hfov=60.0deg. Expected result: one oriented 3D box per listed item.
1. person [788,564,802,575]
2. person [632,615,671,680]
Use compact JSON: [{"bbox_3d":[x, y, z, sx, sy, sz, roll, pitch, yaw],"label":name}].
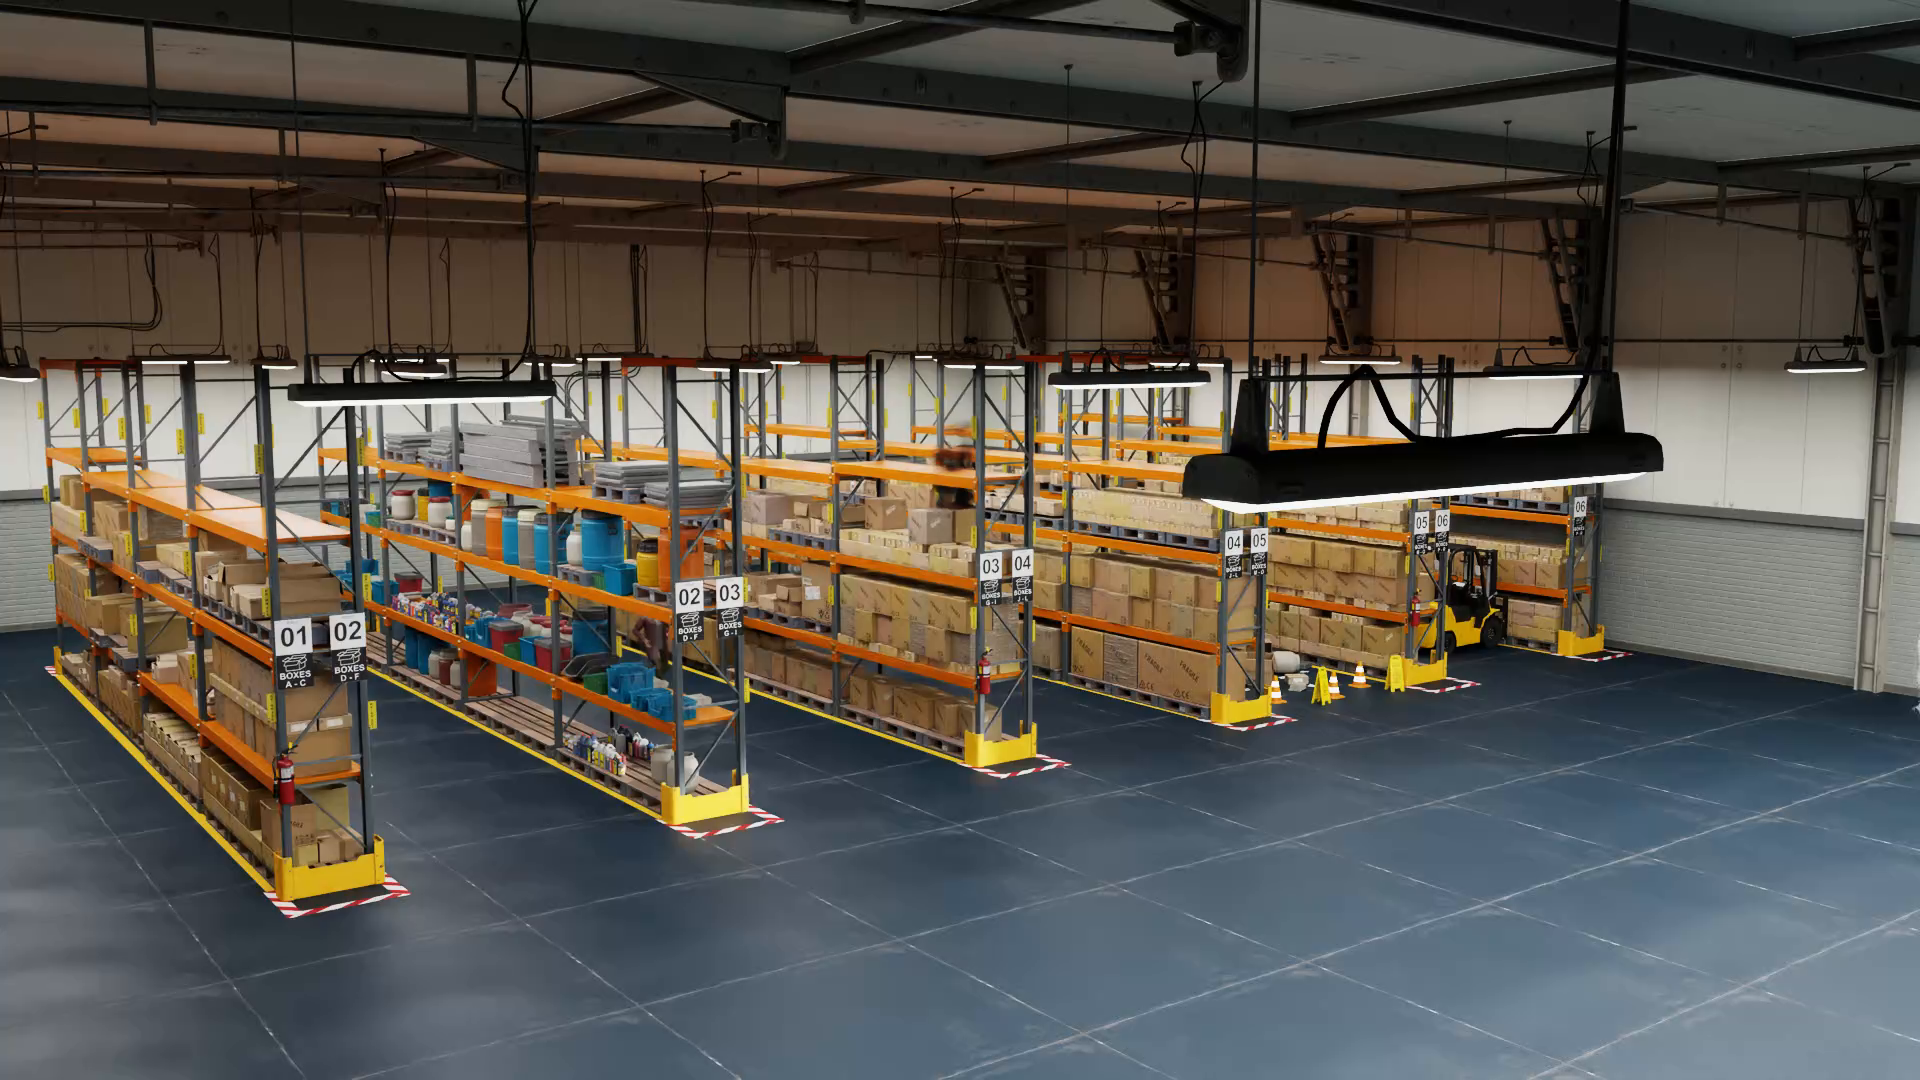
[{"bbox_3d":[-4.121,0.368,42.516,0.658,1.735,0.685,-6,9,-43],"label":"person"},{"bbox_3d":[-5.461,1.913,29.661,0.715,1.734,0.826,-7,9,-43],"label":"person"}]
